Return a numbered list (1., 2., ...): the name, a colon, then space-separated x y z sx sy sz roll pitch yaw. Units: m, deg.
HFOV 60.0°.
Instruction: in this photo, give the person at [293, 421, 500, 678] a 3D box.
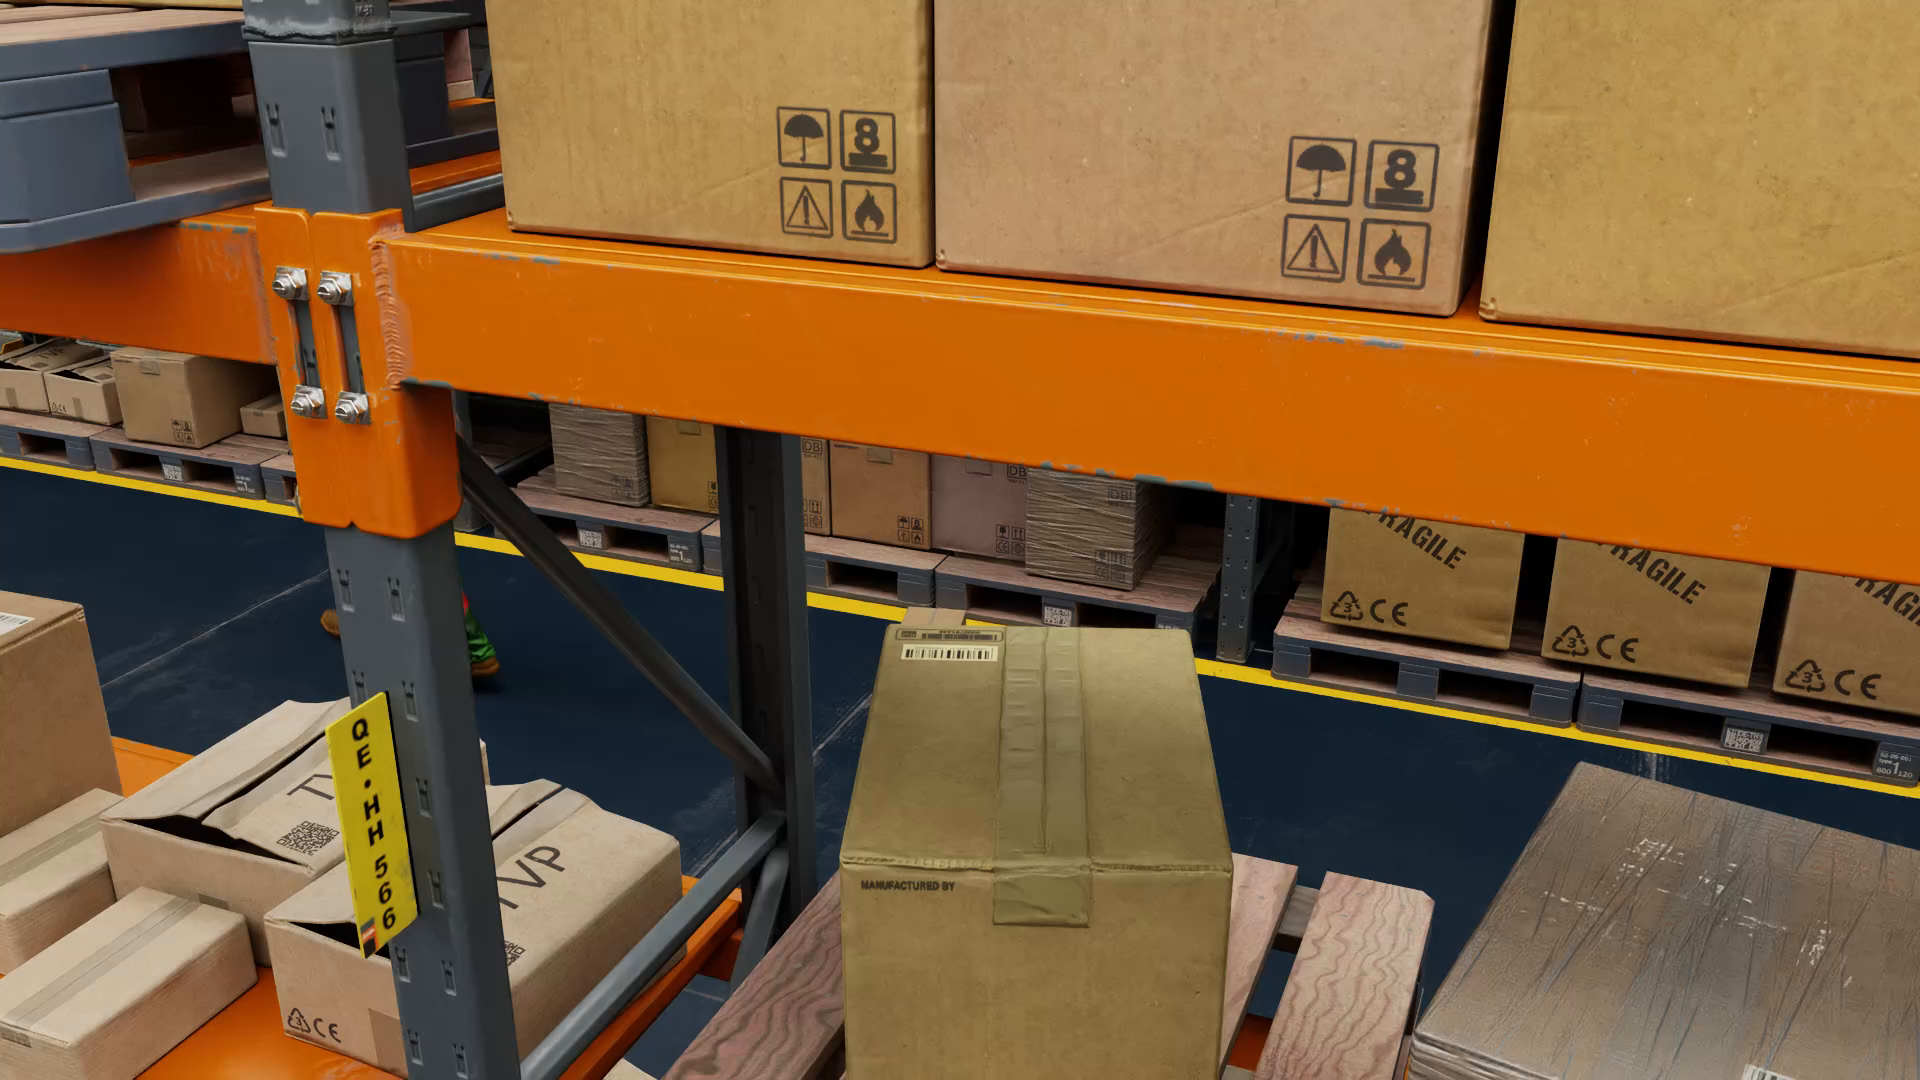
1. person: -2.369 -0.290 6.789 1.068 1.742 0.603 9 24 22
